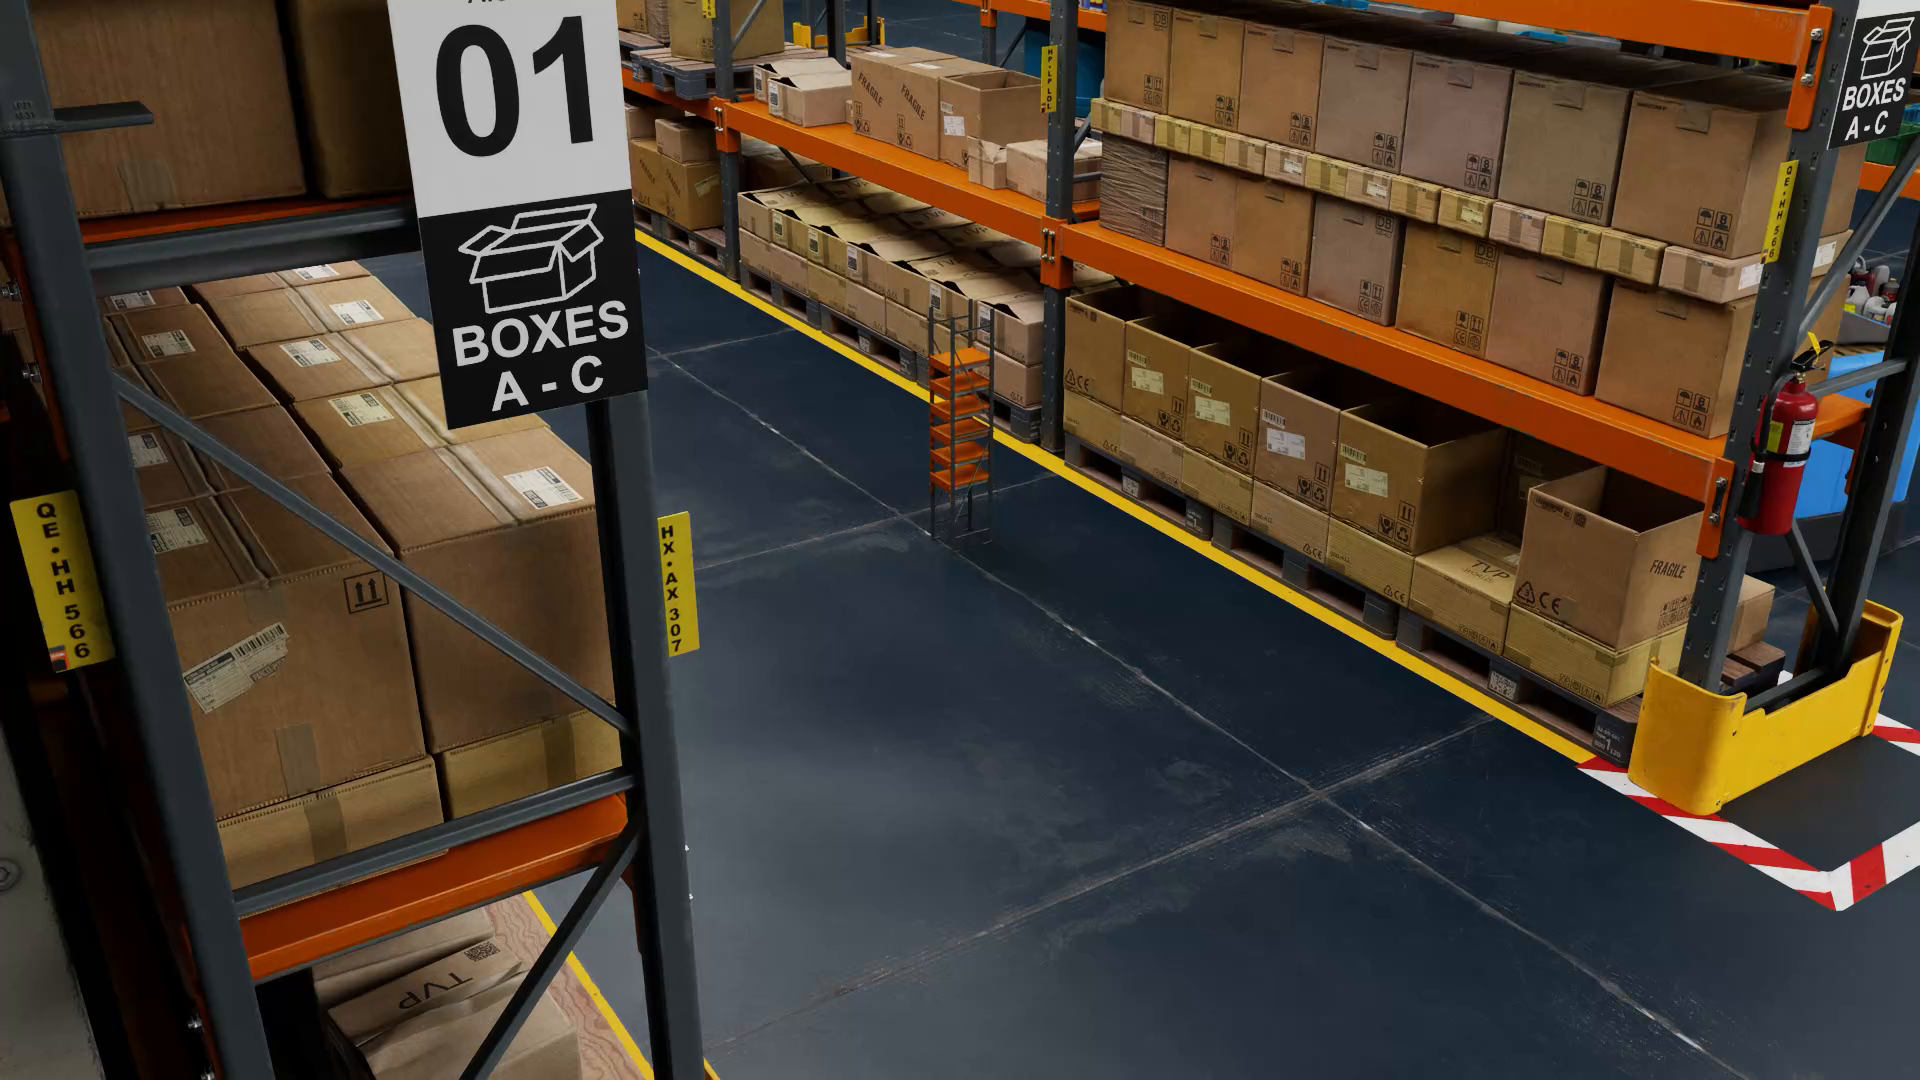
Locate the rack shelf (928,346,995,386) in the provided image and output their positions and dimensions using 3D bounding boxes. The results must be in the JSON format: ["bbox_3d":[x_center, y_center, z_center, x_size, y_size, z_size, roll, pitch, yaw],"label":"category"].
[{"bbox_3d":[0.008,-0.823,7.848,0.258,0.103,0.180,-16,29,-30],"label":"rack shelf"}]

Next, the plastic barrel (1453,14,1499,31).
[{"bbox_3d":[4.080,-3.995,13.039,0.433,0.535,0.433,0,25,0],"label":"plastic barrel"}]

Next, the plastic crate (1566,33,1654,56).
[{"bbox_3d":[4.534,-3.253,11.553,0.402,0.464,0.583,-16,29,-30],"label":"plastic crate"}]

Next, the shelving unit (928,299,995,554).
[{"bbox_3d":[0.008,-0.537,7.983,0.258,1.200,0.189,-16,29,-30],"label":"shelving unit"}]

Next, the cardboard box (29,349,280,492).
[{"bbox_3d":[-2.050,-0.149,4.325,0.500,0.500,0.500,-16,30,-31],"label":"cardboard box"}]

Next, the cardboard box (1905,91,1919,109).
[{"bbox_3d":[8.643,-3.745,15.082,0.700,0.500,0.500,-16,29,-30],"label":"cardboard box"}]

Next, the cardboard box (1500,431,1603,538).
[{"bbox_3d":[2.705,-0.247,7.109,0.500,0.500,0.500,-16,29,-30],"label":"cardboard box"}]

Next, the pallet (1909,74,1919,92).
[{"bbox_3d":[11.599,-5.267,19.159,1.003,0.211,1.213,-16,29,-30],"label":"pallet"}]

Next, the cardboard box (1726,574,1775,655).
[{"bbox_3d":[2.980,0.271,6.891,0.500,0.250,0.500,-16,29,-30],"label":"cardboard box"}]

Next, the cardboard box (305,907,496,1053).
[{"bbox_3d":[-1.676,1.161,4.910,0.500,0.311,0.500,-13,28,-25],"label":"cardboard box"}]

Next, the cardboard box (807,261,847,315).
[{"bbox_3d":[-0.677,-1.727,11.123,0.500,0.250,0.500,-16,30,-31],"label":"cardboard box"}]

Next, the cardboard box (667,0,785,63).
[{"bbox_3d":[-1.719,-3.834,12.250,0.500,0.500,0.700,18,31,33],"label":"cardboard box"}]

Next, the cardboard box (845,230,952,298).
[{"bbox_3d":[-0.389,-1.792,10.604,0.500,0.311,0.500,-16,30,-30],"label":"cardboard box"}]

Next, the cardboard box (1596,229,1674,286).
[{"bbox_3d":[2.574,-1.063,6.111,0.380,0.149,0.250,-15,29,-28],"label":"cardboard box"}]

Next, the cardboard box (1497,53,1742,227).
[{"bbox_3d":[2.522,-1.546,6.375,0.700,0.500,0.500,-16,30,-31],"label":"cardboard box"}]

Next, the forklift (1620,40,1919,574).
[{"bbox_3d":[3.586,-1.773,8.573,1.130,2.935,3.031,-8,27,-17],"label":"forklift"}]

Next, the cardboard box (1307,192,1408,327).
[{"bbox_3d":[1.995,-1.307,7.388,0.700,0.500,0.500,-15,29,-28],"label":"cardboard box"}]

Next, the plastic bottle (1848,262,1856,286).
[{"bbox_3d":[5.857,-1.713,11.031,0.061,0.283,0.133,-16,29,-30],"label":"plastic bottle"}]

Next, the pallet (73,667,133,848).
[{"bbox_3d":[-2.849,0.679,6.564,1.003,0.211,1.213,-16,29,-30],"label":"pallet"}]

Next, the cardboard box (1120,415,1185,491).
[{"bbox_3d":[1.171,-0.500,8.523,0.500,0.250,0.500,-16,29,-30],"label":"cardboard box"}]

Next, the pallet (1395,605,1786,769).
[{"bbox_3d":[2.634,0.458,7.032,1.003,0.211,1.213,-16,29,-30],"label":"pallet"}]

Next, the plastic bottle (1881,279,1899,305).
[{"bbox_3d":[6.102,-1.614,10.917,0.097,0.201,0.097,0,25,0],"label":"plastic bottle"}]

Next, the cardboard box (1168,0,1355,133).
[{"bbox_3d":[1.427,-2.264,7.895,0.700,0.500,0.500,-16,29,-30],"label":"cardboard box"}]

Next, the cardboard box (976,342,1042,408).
[{"bbox_3d":[0.434,-0.997,9.577,0.500,0.250,0.500,-16,30,-30],"label":"cardboard box"}]

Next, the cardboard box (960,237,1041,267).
[{"bbox_3d":[0.333,-1.741,10.496,0.500,0.311,0.500,-17,30,-31],"label":"cardboard box"}]

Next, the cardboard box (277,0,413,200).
[{"bbox_3d":[-1.035,-0.972,3.140,0.500,0.500,0.500,-15,29,-28],"label":"cardboard box"}]

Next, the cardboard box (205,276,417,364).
[{"bbox_3d":[-1.901,-0.451,4.966,0.500,0.500,0.500,-15,29,-28],"label":"cardboard box"}]

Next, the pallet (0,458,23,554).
[{"bbox_3d":[-4.342,-0.268,8.570,1.003,0.211,1.213,-16,29,-30],"label":"pallet"}]

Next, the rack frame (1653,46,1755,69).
[{"bbox_3d":[5.055,-3.123,11.351,1.000,3.000,0.127,-16,29,-30],"label":"rack frame"}]

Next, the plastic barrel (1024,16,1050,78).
[{"bbox_3d":[0.971,-5.026,17.350,0.600,0.901,0.708,-16,29,-30],"label":"plastic barrel"}]

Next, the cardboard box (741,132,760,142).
[{"bbox_3d":[-1.850,-3.065,13.641,0.500,0.500,0.500,-16,30,-30],"label":"cardboard box"}]

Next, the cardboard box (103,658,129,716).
[{"bbox_3d":[-2.050,0.192,4.483,0.500,0.250,0.500,-16,30,-30],"label":"cardboard box"}]

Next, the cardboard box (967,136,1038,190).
[{"bbox_3d":[0.269,-2.180,9.513,0.396,0.266,0.258,-16,30,-31],"label":"cardboard box"}]

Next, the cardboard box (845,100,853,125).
[{"bbox_3d":[-0.537,-2.844,11.054,0.380,0.149,0.250,-13,28,-26],"label":"cardboard box"}]

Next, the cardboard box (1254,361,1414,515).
[{"bbox_3d":[1.714,-0.480,7.604,0.500,0.500,0.500,-16,29,-30],"label":"cardboard box"}]

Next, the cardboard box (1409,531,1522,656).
[{"bbox_3d":[2.263,0.216,7.008,0.500,0.250,0.500,-16,29,-30],"label":"cardboard box"}]

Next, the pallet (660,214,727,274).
[{"bbox_3d":[-1.657,-2.415,13.119,1.003,0.211,1.213,-16,29,-30],"label":"pallet"}]

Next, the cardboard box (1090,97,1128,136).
[{"bbox_3d":[0.887,-2.167,8.449,0.380,0.149,0.250,-16,29,-30],"label":"cardboard box"}]

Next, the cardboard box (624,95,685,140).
[{"bbox_3d":[-2.584,-3.472,13.625,0.500,0.250,0.500,-16,30,-31],"label":"cardboard box"}]

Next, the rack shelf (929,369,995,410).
[{"bbox_3d":[0.008,-0.714,7.899,0.258,0.103,0.180,-16,29,-30],"label":"rack shelf"}]

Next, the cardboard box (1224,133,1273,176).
[{"bbox_3d":[1.446,-1.802,7.676,0.380,0.149,0.250,-17,30,-31],"label":"cardboard box"}]

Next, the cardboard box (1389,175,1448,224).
[{"bbox_3d":[2.010,-1.432,6.894,0.380,0.149,0.250,-15,29,-28],"label":"cardboard box"}]

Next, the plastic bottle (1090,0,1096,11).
[{"bbox_3d":[1.294,-5.209,15.922,0.097,0.271,0.097,0,25,0],"label":"plastic bottle"}]

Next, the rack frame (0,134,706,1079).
[{"bbox_3d":[-1.062,0.617,3.430,1.000,3.000,0.127,-16,29,-30],"label":"rack frame"}]

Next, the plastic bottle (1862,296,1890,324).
[{"bbox_3d":[5.678,-1.360,10.292,0.152,0.276,0.135,-16,30,-31],"label":"plastic bottle"}]

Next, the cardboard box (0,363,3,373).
[{"bbox_3d":[-3.164,-0.877,5.869,0.500,0.500,0.500,-16,30,-31],"label":"cardboard box"}]

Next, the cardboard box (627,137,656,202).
[{"bbox_3d":[-2.562,-3.120,13.758,0.500,0.500,0.500,-17,30,-31],"label":"cardboard box"}]

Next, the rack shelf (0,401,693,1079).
[{"bbox_3d":[-2.154,0.227,5.098,1.077,0.370,4.000,-16,29,-30],"label":"rack shelf"}]

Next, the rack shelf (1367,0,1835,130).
[{"bbox_3d":[1.995,-2.285,6.906,1.077,0.370,4.000,-16,29,-30],"label":"rack shelf"}]

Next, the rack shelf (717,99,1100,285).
[{"bbox_3d":[-0.189,-2.360,10.577,1.077,0.370,4.000,-16,29,-30],"label":"rack shelf"}]

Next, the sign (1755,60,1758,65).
[{"bbox_3d":[5.522,-3.372,11.555,0.100,0.325,0.005,-16,29,-30],"label":"sign"}]

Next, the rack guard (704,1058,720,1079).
[{"bbox_3d":[-1.103,1.720,4.021,1.175,0.500,0.348,-16,29,-30],"label":"rack guard"}]

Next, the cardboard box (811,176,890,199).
[{"bbox_3d":[-0.789,-2.470,12.041,0.500,0.311,0.500,-15,29,-28],"label":"cardboard box"}]

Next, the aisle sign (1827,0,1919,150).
[{"bbox_3d":[2.876,-1.623,5.128,0.394,0.787,0.004,-16,29,-30],"label":"aisle sign"}]
